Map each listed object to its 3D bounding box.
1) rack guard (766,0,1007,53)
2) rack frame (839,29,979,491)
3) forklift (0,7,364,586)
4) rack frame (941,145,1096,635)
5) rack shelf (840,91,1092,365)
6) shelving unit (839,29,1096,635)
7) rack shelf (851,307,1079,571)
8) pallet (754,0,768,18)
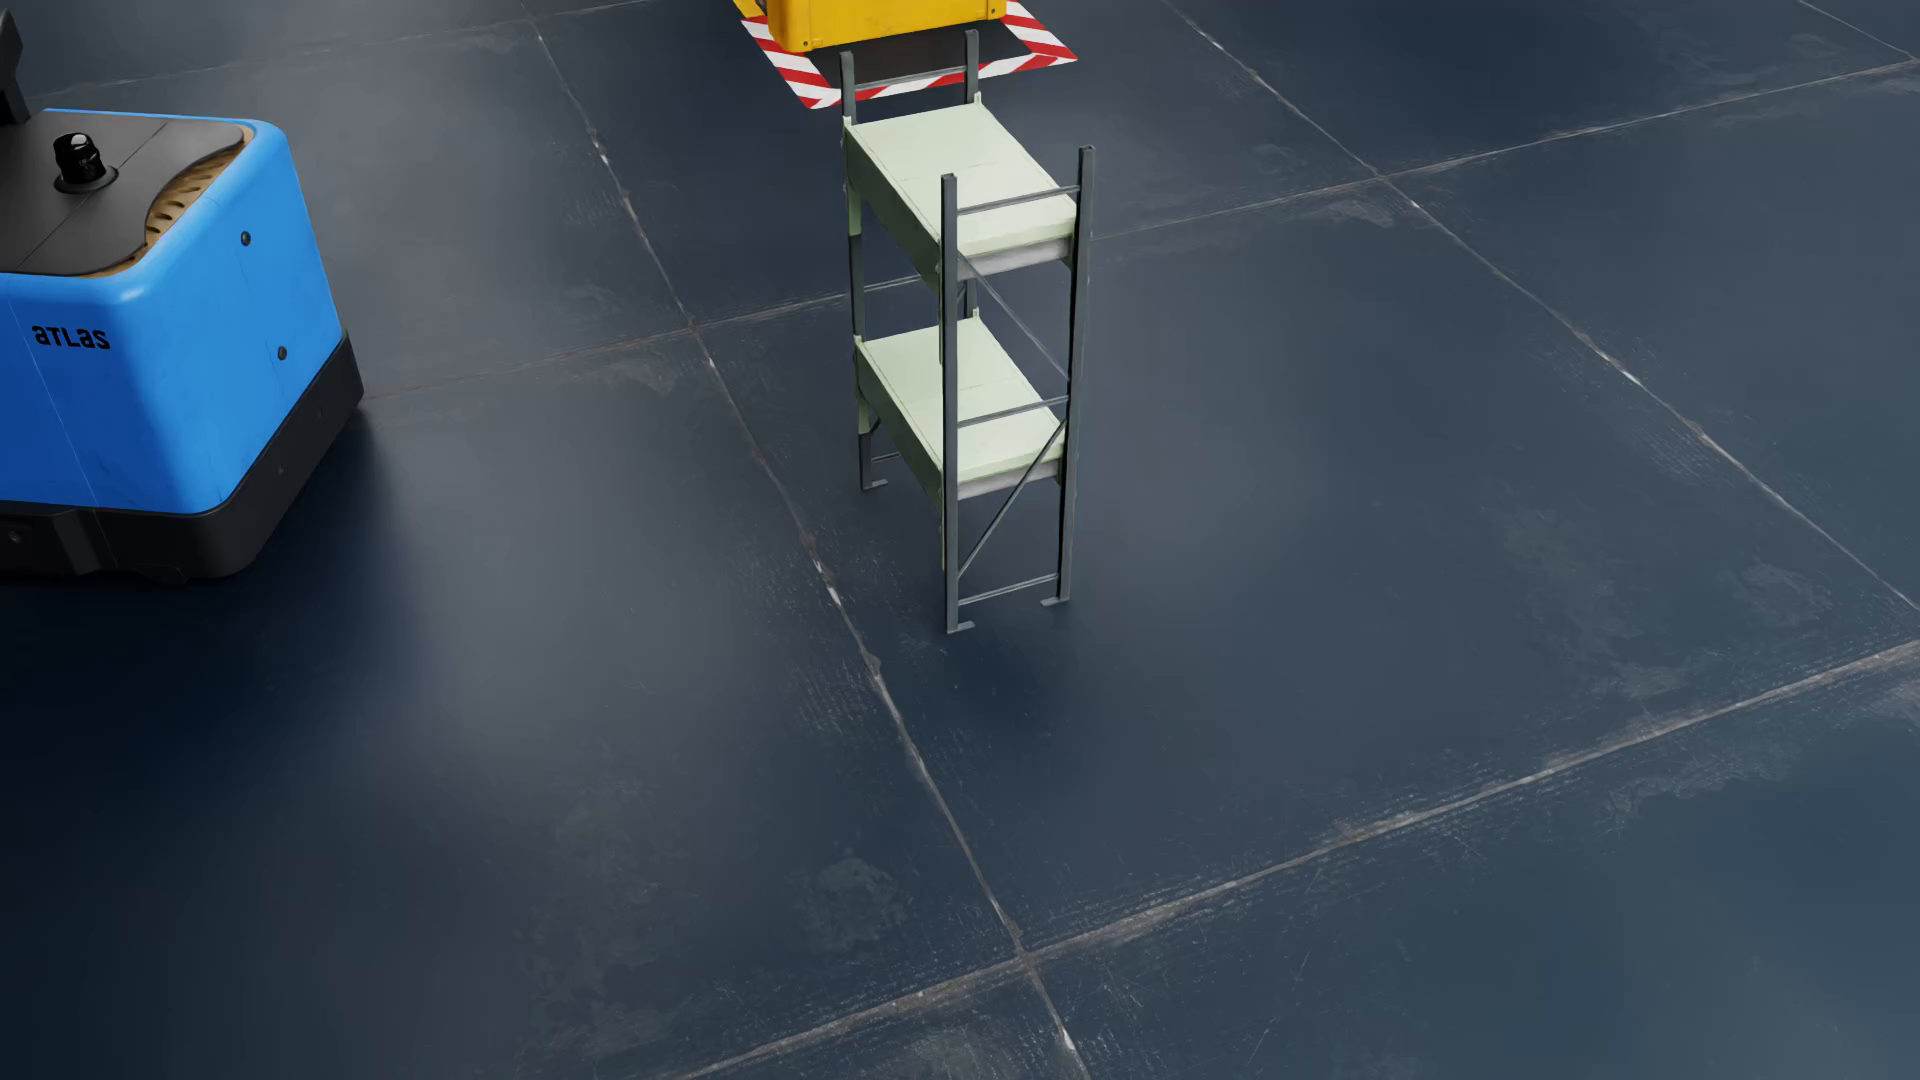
[{"bbox_3d":[-0.354,-2.758,8.074,1.175,0.500,0.348,-15,43,-17],"label":"rack guard"},{"bbox_3d":[-0.137,-0.785,5.013,0.400,1.500,0.023,-15,43,-17],"label":"rack frame"},{"bbox_3d":[-3.605,-1.389,4.617,3.031,2.935,1.130,4,41,5],"label":"forklift"},{"bbox_3d":[0.143,-0.344,4.500,0.400,1.500,0.023,-15,43,-17],"label":"rack frame"},{"bbox_3d":[0.003,-0.861,4.502,0.431,0.370,0.720,-15,43,-17],"label":"rack shelf"},{"bbox_3d":[0.003,-0.565,4.756,0.431,1.500,0.755,-15,43,-17],"label":"shelving unit"},{"bbox_3d":[0.003,-0.317,4.969,0.431,0.370,0.720,-15,43,-17],"label":"rack shelf"},{"bbox_3d":[-0.694,-3.113,8.708,1.003,0.211,1.213,-15,43,-17],"label":"pallet"}]
